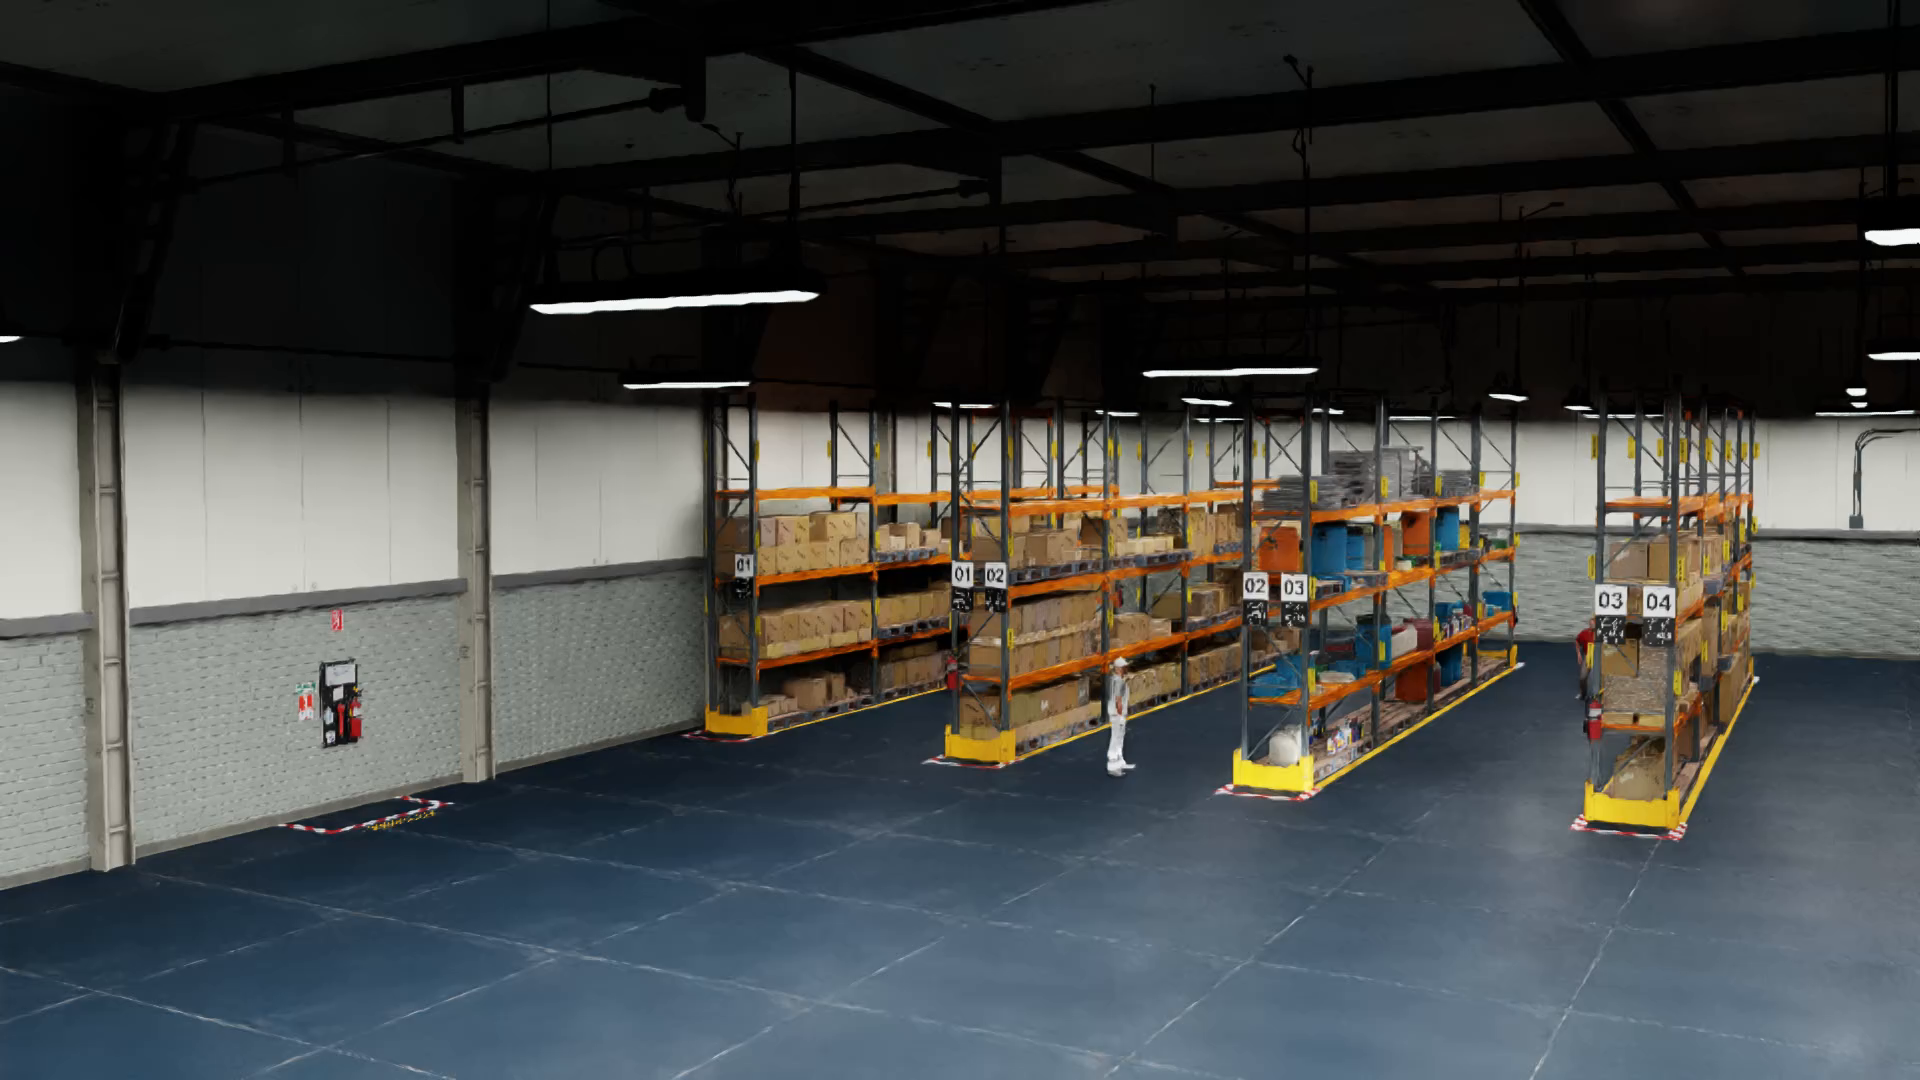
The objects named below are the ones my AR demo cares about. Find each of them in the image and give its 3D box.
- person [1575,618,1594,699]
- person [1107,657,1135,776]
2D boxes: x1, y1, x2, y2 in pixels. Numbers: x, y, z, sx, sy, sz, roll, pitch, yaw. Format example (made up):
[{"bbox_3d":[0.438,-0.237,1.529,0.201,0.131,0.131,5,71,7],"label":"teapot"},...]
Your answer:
[{"bbox_3d":[12.644,2.375,33.219,0.682,1.676,0.535,2,3,27],"label":"person"},{"bbox_3d":[2.496,2.699,25.671,0.466,1.794,0.629,0,3,-1],"label":"person"}]
